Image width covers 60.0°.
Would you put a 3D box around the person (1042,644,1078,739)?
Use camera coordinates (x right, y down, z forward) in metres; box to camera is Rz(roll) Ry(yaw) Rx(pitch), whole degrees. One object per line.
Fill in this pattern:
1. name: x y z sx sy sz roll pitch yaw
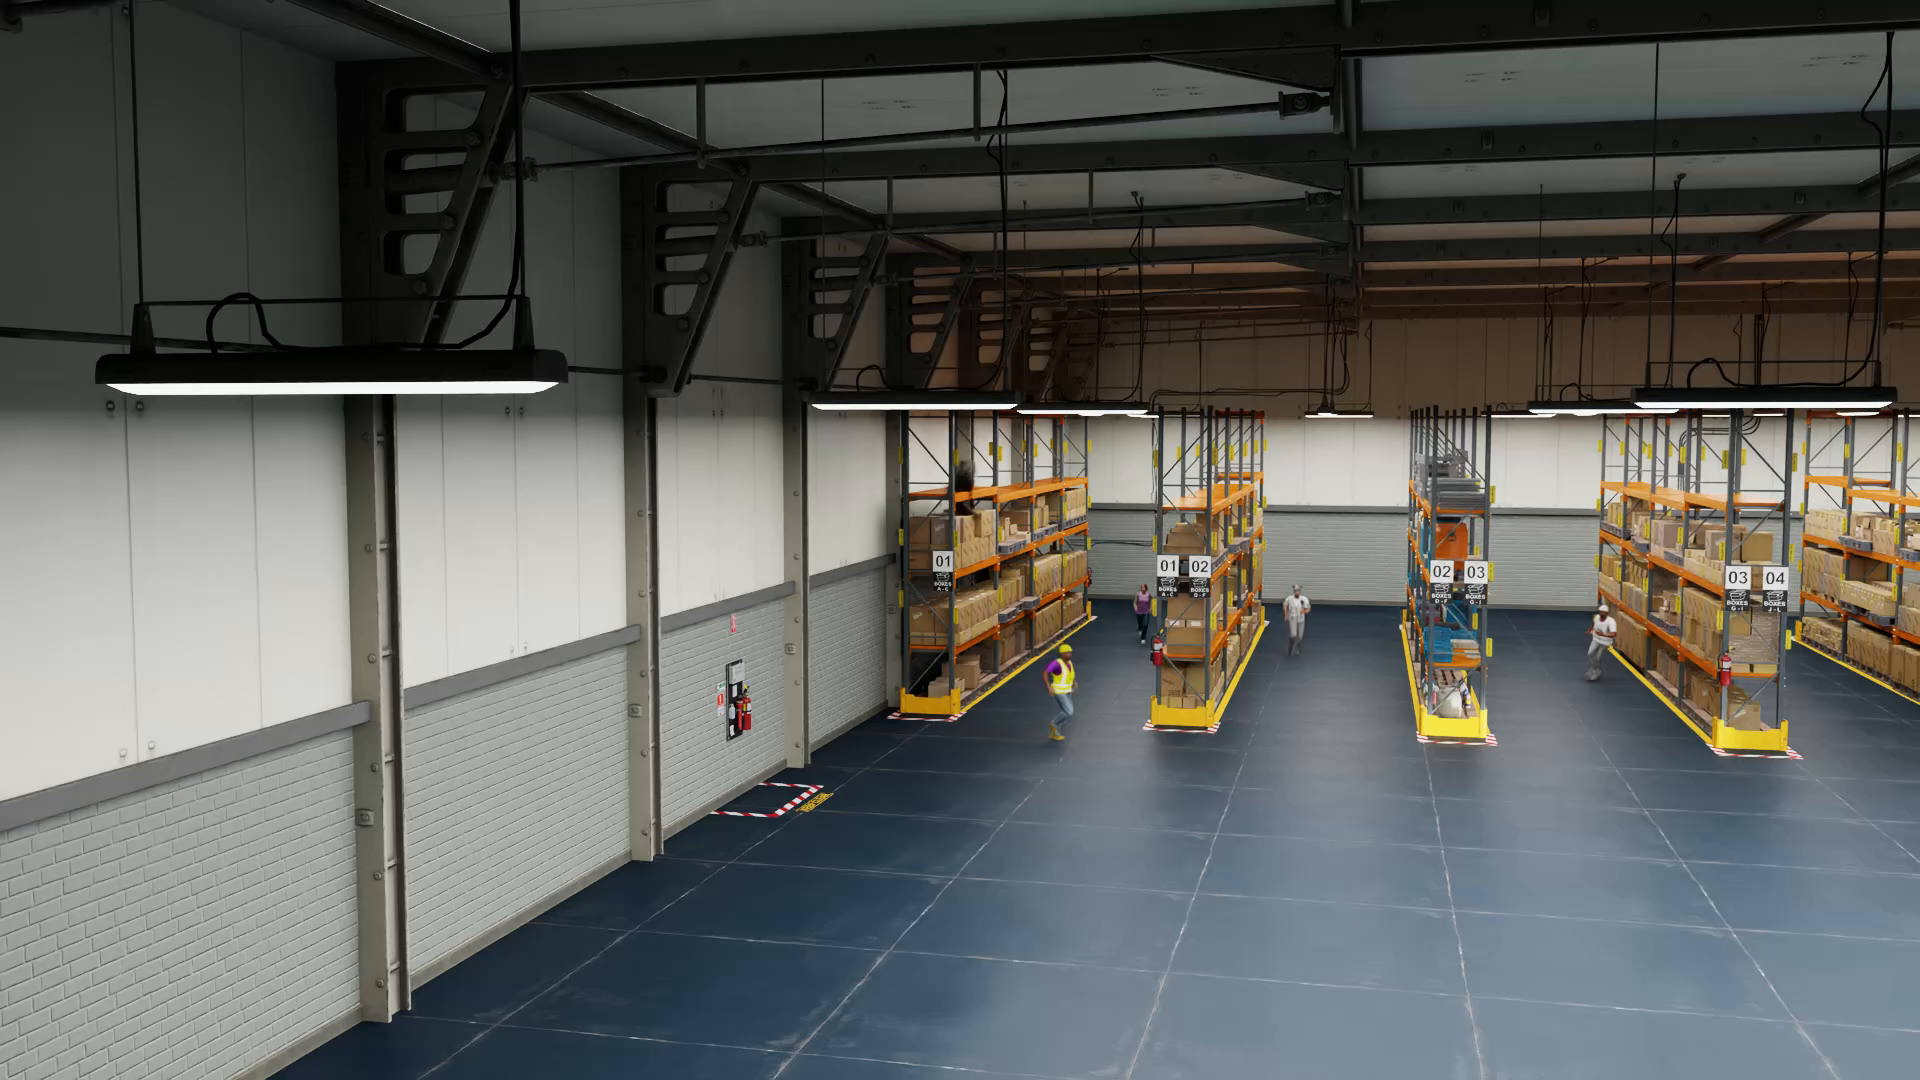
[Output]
1. person: 1.824 2.713 29.734 0.557 1.697 0.751 3 5 38

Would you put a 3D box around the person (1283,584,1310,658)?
1. person: 8.152 1.958 40.226 0.636 1.785 0.699 0 4 5

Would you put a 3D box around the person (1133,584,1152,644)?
1. person: 4.731 1.885 42.864 0.520 1.559 0.645 0 4 6

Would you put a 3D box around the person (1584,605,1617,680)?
1. person: 14.090 2.237 36.637 0.849 1.655 0.726 4 6 44
